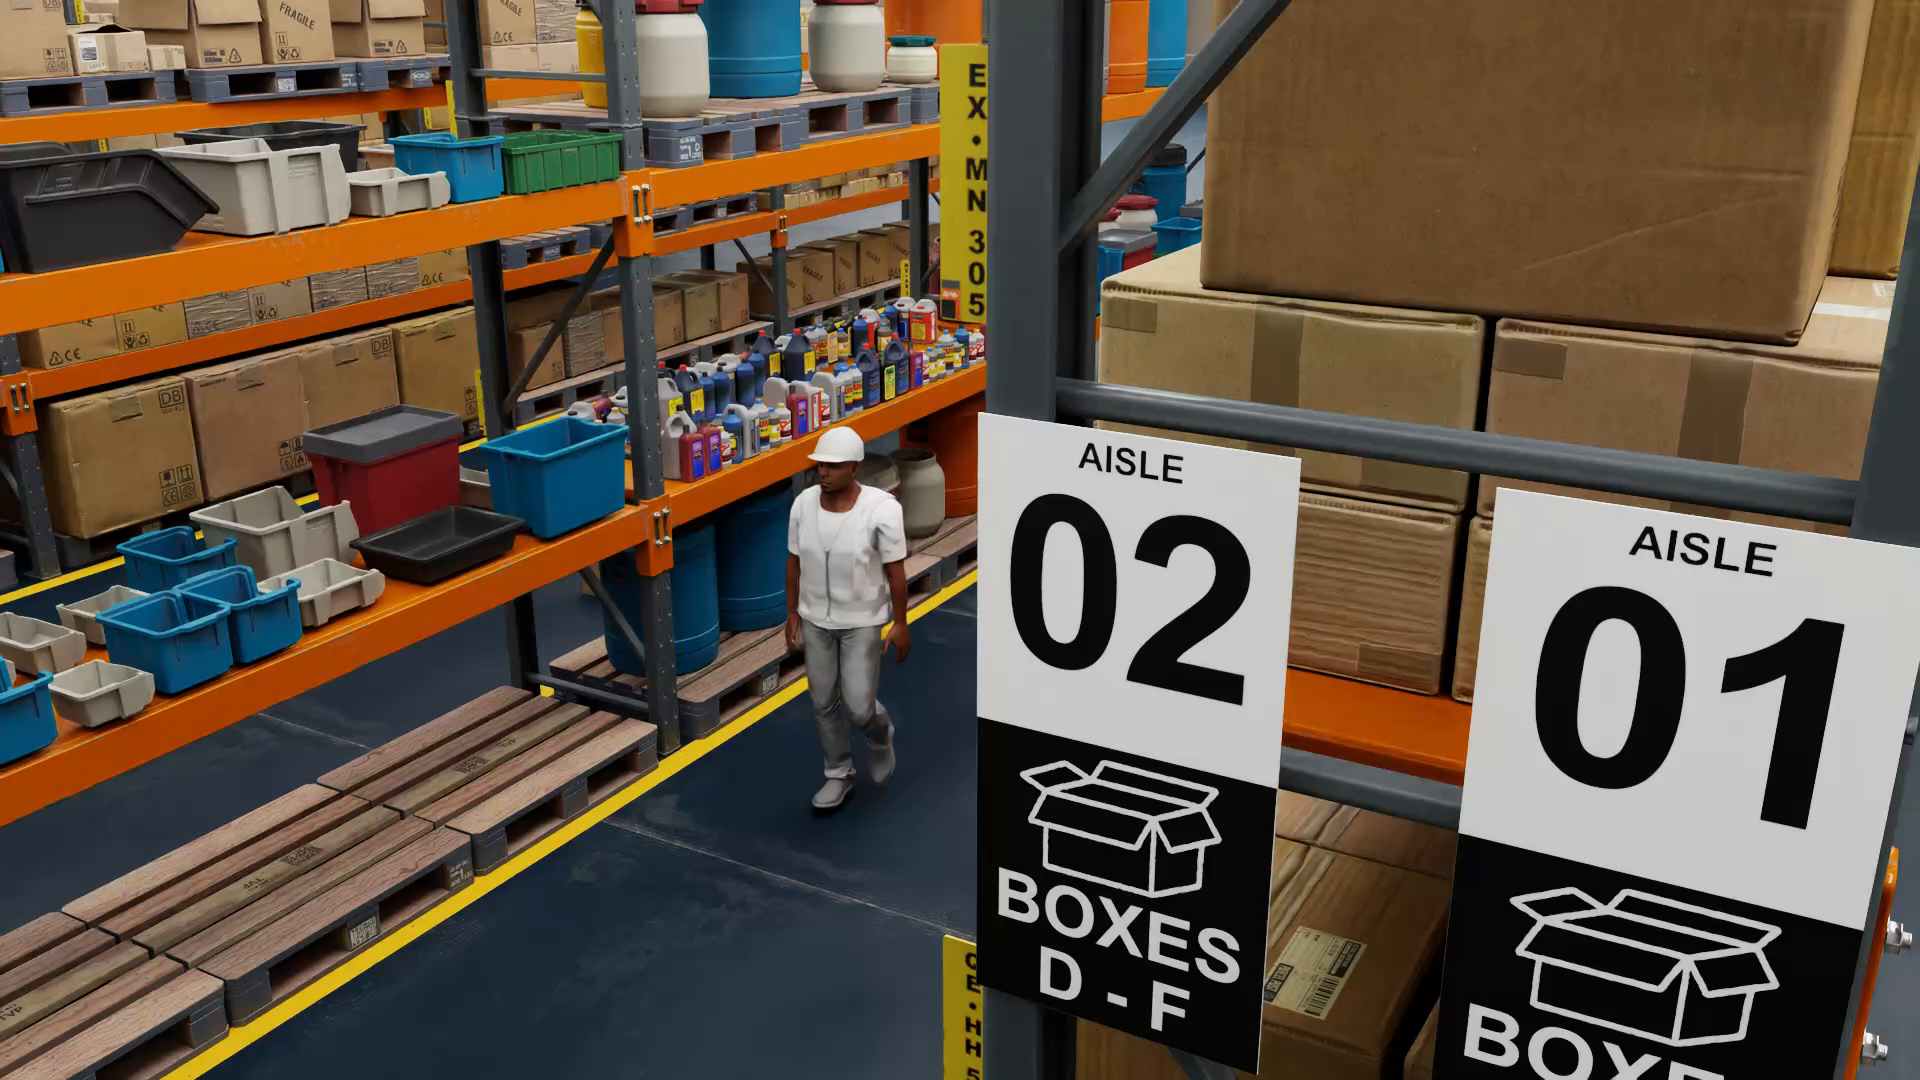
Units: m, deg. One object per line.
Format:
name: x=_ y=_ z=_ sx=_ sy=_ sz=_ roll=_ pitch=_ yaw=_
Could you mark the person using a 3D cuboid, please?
person: x=-0.509 y=0.348 z=7.451 sx=0.598 sy=1.757 sz=0.499 roll=8 pitch=21 yaw=22
